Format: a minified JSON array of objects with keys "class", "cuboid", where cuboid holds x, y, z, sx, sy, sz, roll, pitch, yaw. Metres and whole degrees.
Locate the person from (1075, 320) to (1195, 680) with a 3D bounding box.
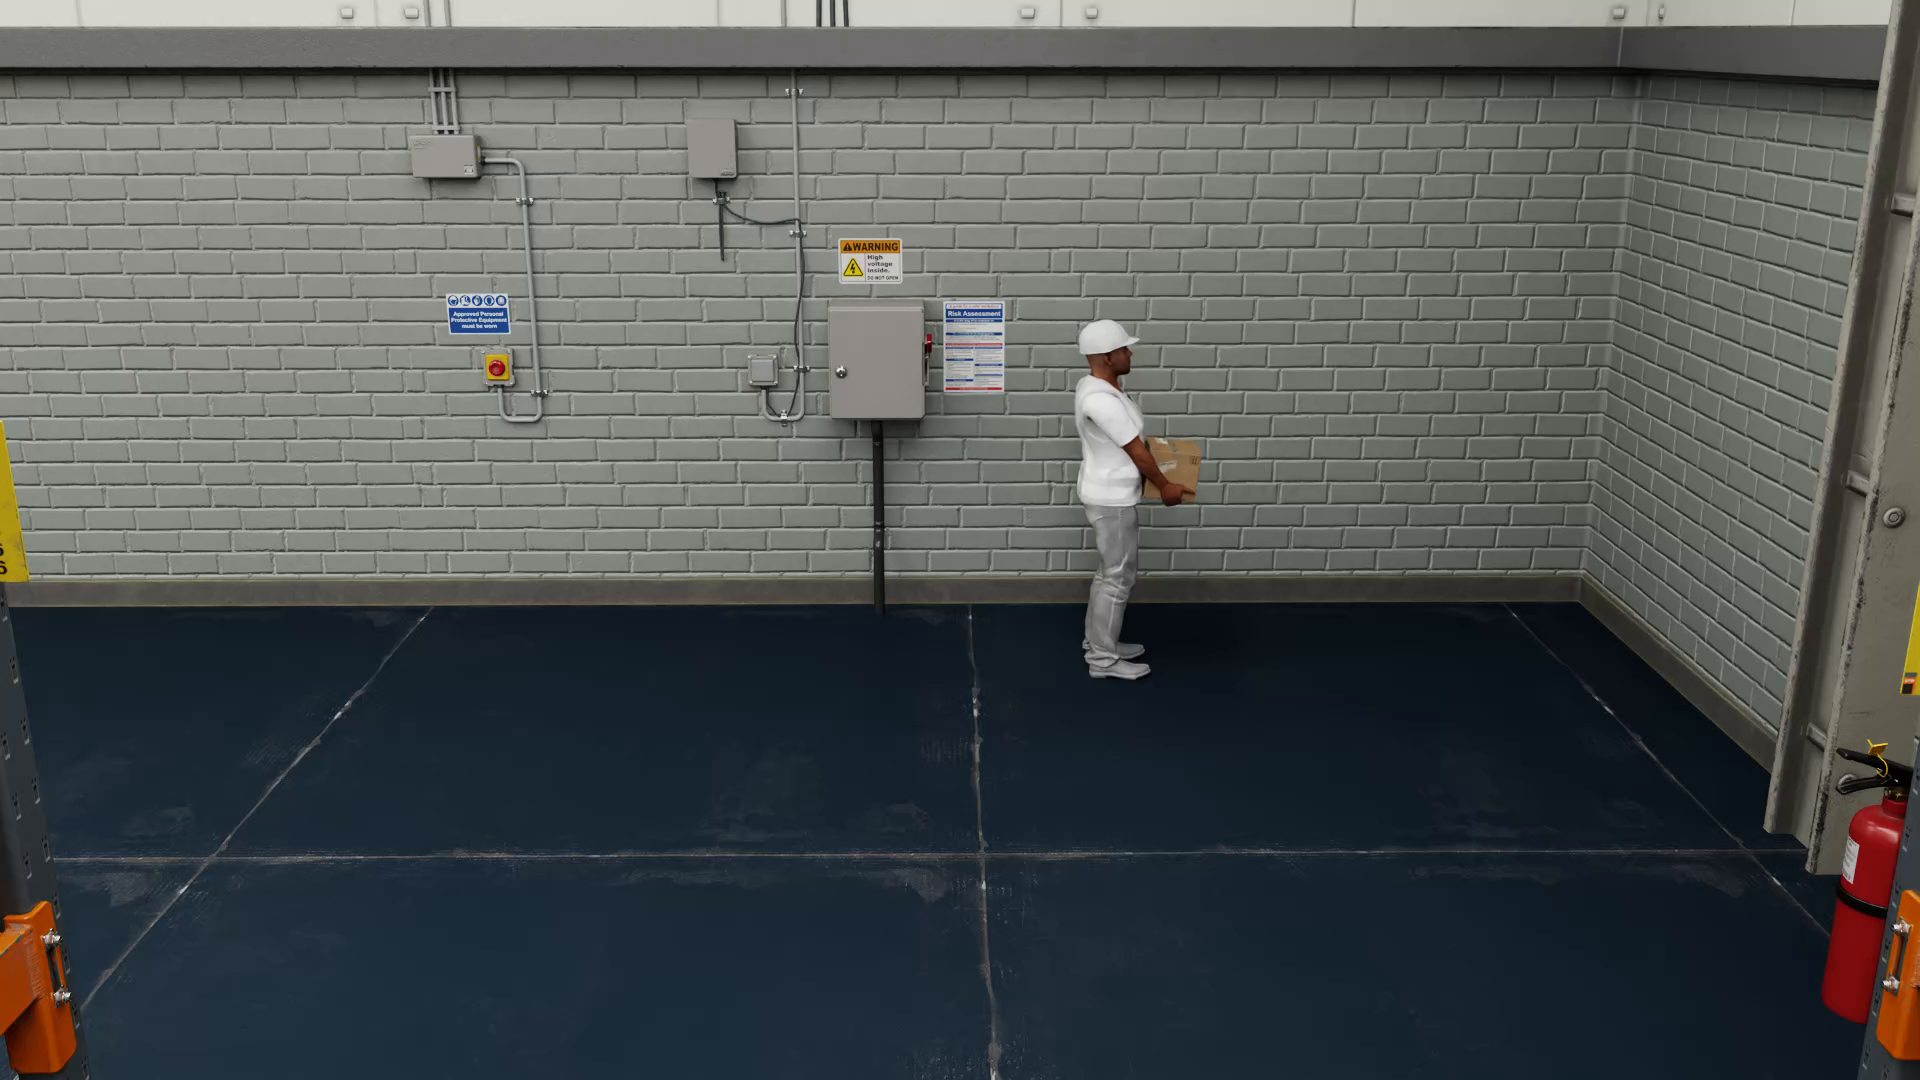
[{"class":"person","cuboid":[0.845,-0.205,8.184,0.584,1.760,0.504,0,17,0]}]
